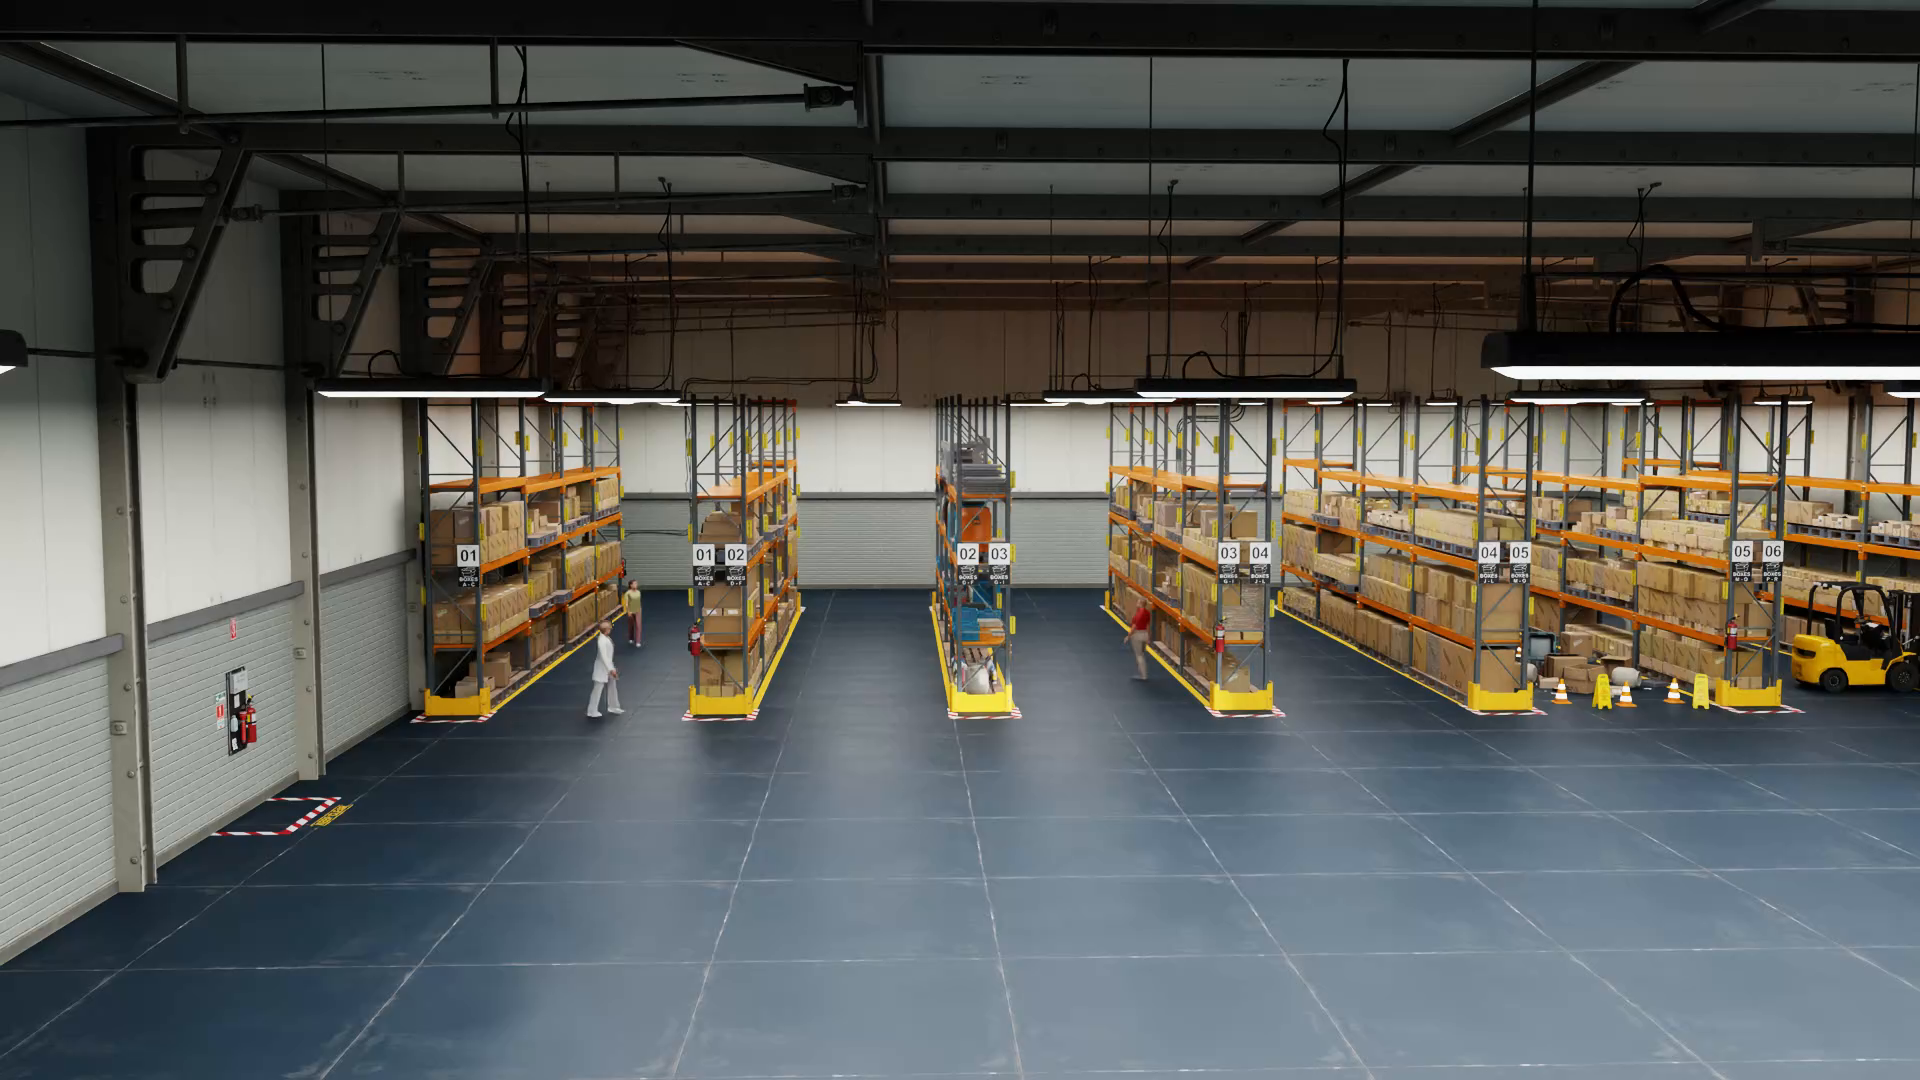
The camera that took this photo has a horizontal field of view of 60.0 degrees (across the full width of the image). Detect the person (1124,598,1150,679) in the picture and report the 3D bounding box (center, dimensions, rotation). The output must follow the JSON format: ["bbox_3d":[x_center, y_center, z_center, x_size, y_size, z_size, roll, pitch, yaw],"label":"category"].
[{"bbox_3d":[3.775,2.130,35.203,0.586,1.804,0.538,-4,6,-41],"label":"person"}]

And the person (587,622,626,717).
[{"bbox_3d":[-6.630,2.419,31.077,0.636,1.805,0.729,0,5,4],"label":"person"}]

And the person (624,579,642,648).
[{"bbox_3d":[-7.873,1.755,40.067,0.414,1.625,1.006,-1,5,-10],"label":"person"}]

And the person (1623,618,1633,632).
[{"bbox_3d":[16.728,1.575,41.635,0.431,1.777,0.622,2,5,28],"label":"person"}]
